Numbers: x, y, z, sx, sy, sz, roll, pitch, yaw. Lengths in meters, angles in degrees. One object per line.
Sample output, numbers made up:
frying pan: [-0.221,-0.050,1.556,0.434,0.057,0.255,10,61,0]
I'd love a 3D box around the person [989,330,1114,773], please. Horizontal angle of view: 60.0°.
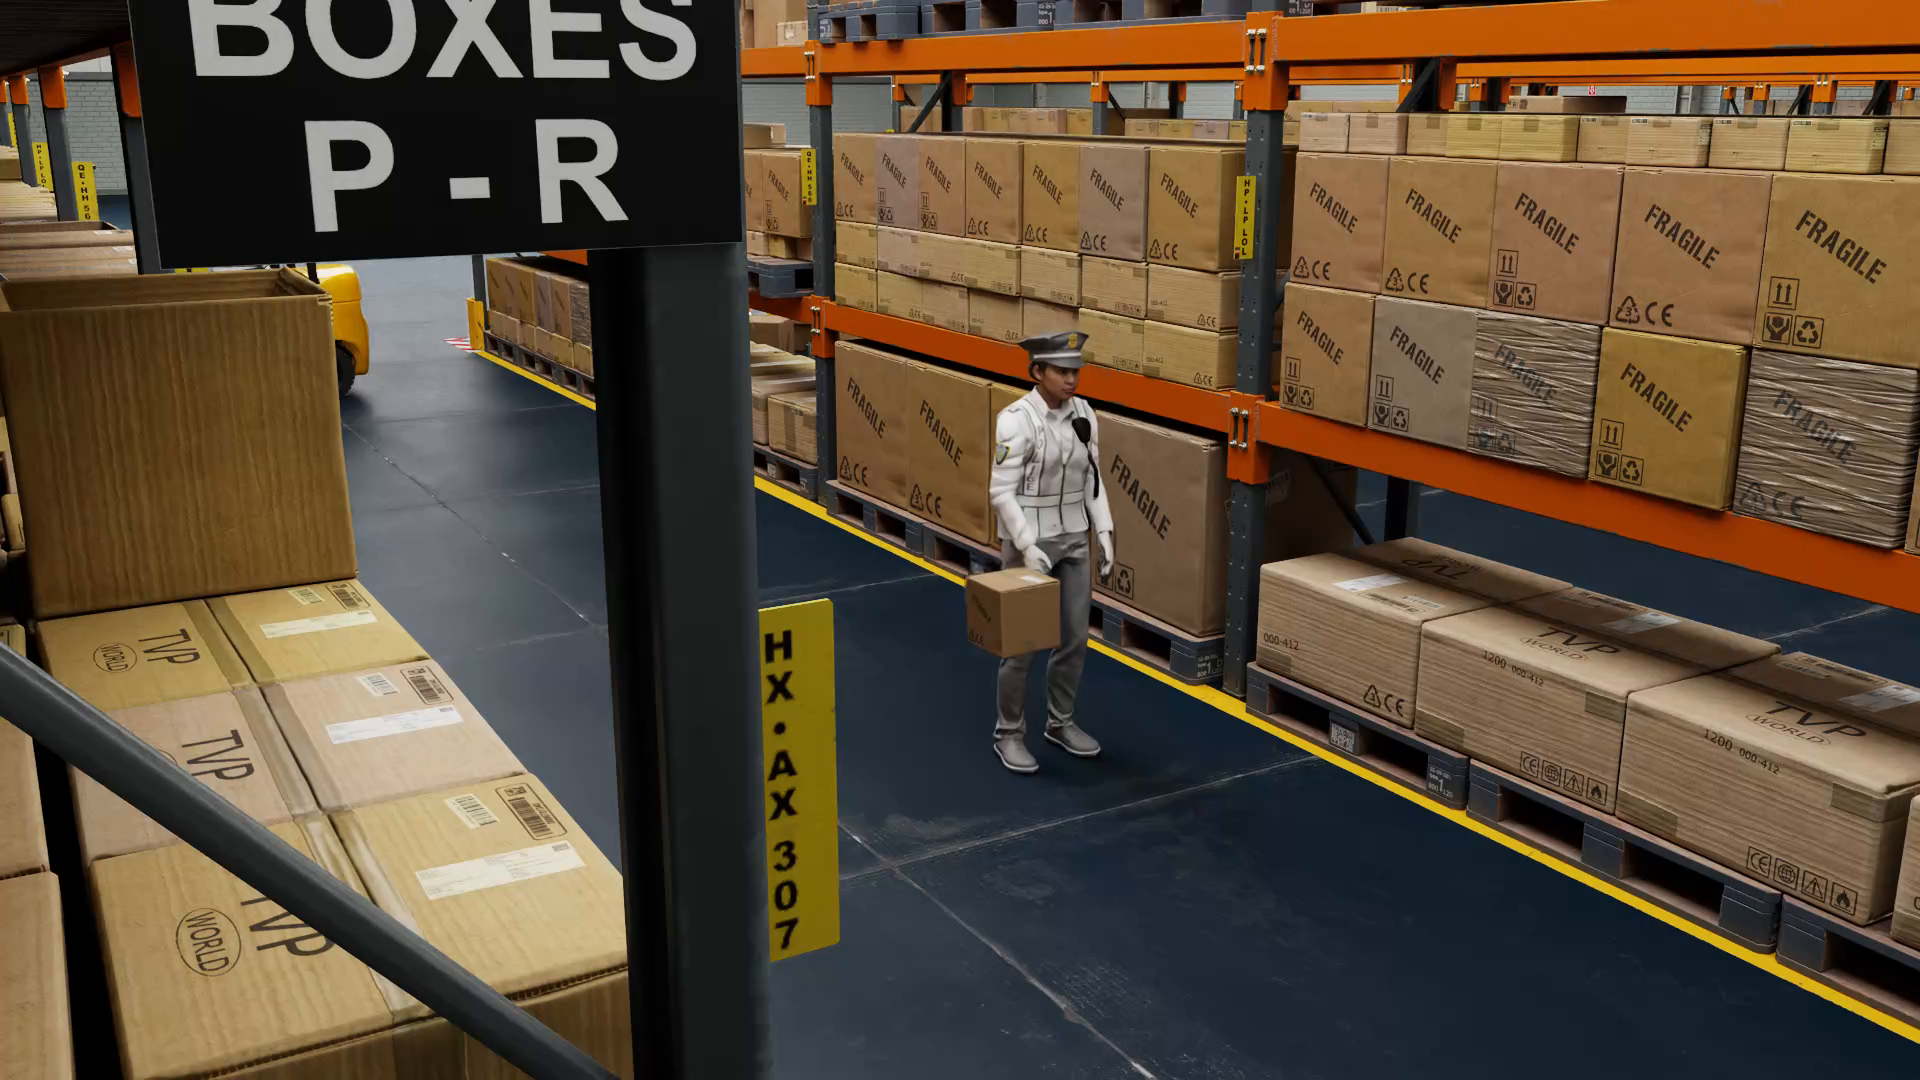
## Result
person: [0.357,0.031,6.360,0.502,1.680,0.355,-9,18,-31]
